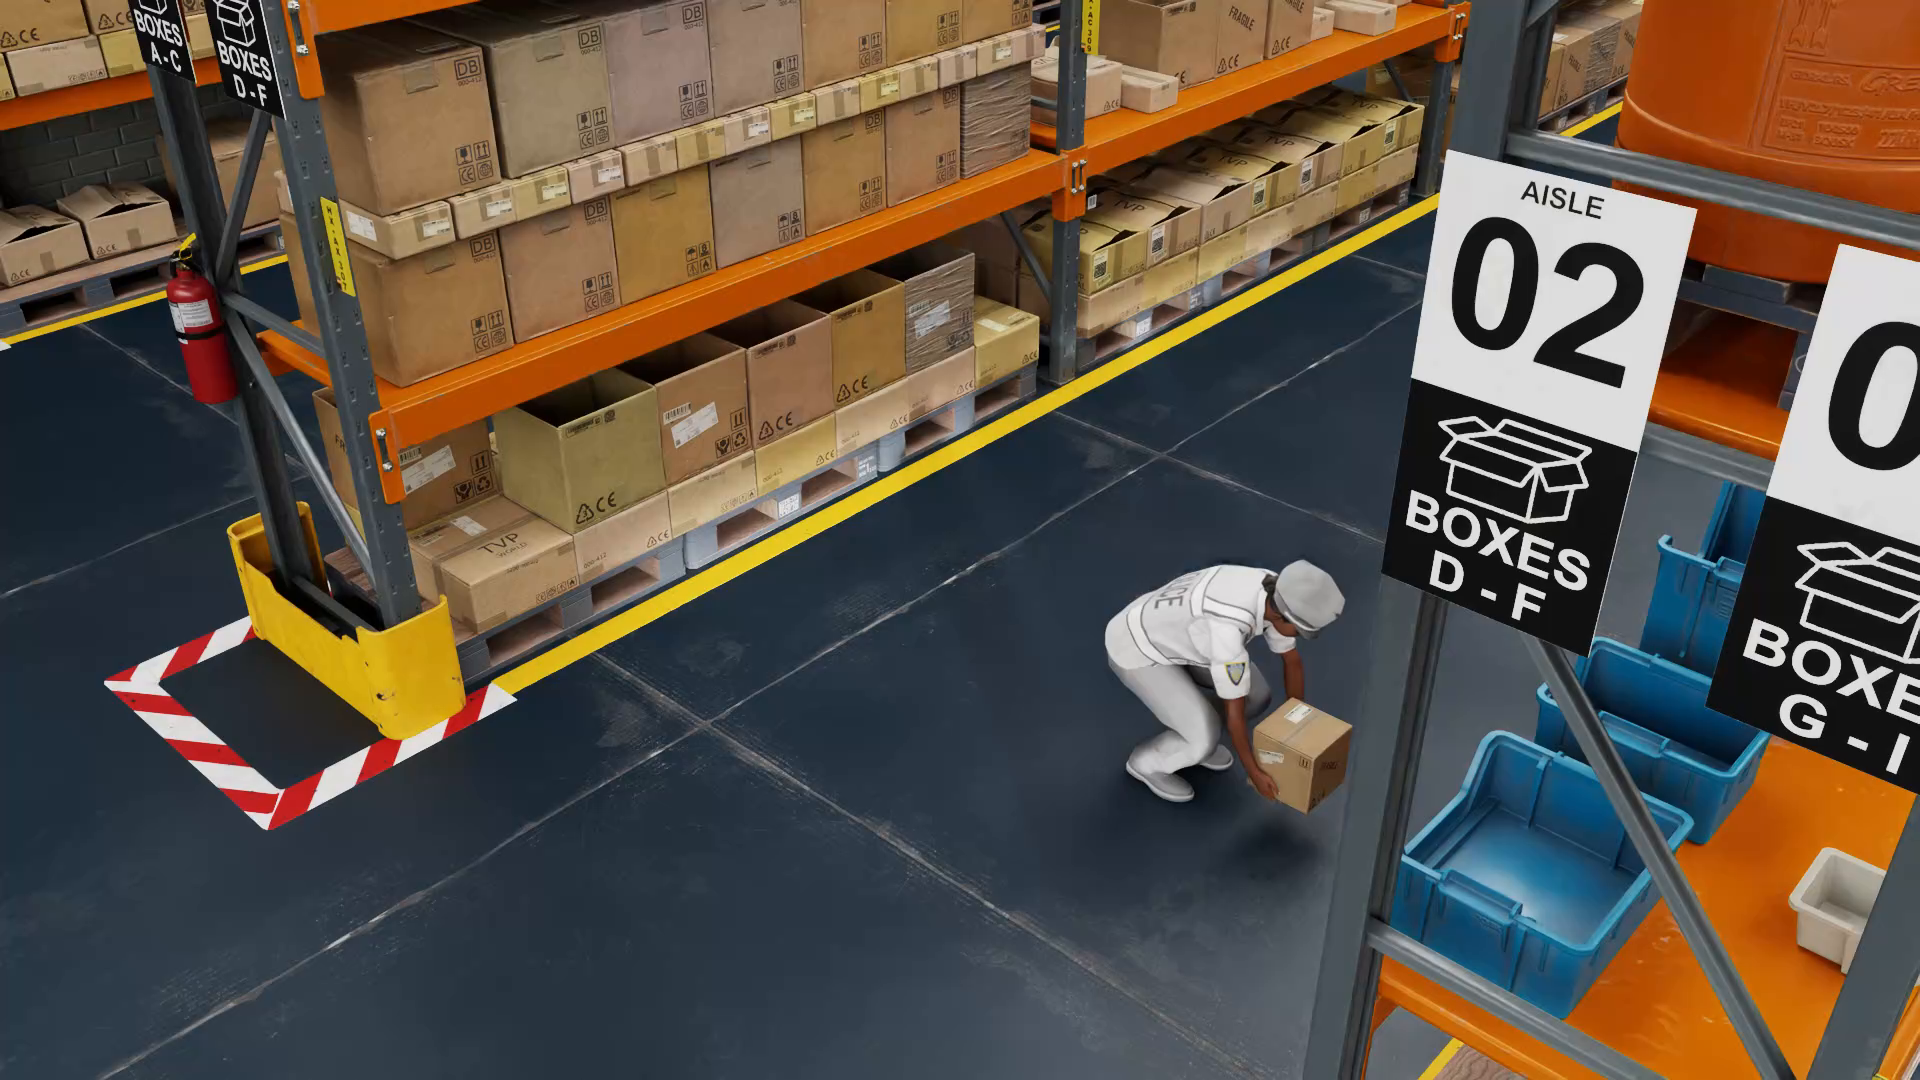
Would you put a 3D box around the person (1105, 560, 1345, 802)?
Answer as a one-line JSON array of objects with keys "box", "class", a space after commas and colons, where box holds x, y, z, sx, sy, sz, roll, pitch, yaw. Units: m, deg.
[{"box": [0.932, 0.466, 5.997, 0.833, 1.019, 0.487, 25, 40, 35], "class": "person"}]
